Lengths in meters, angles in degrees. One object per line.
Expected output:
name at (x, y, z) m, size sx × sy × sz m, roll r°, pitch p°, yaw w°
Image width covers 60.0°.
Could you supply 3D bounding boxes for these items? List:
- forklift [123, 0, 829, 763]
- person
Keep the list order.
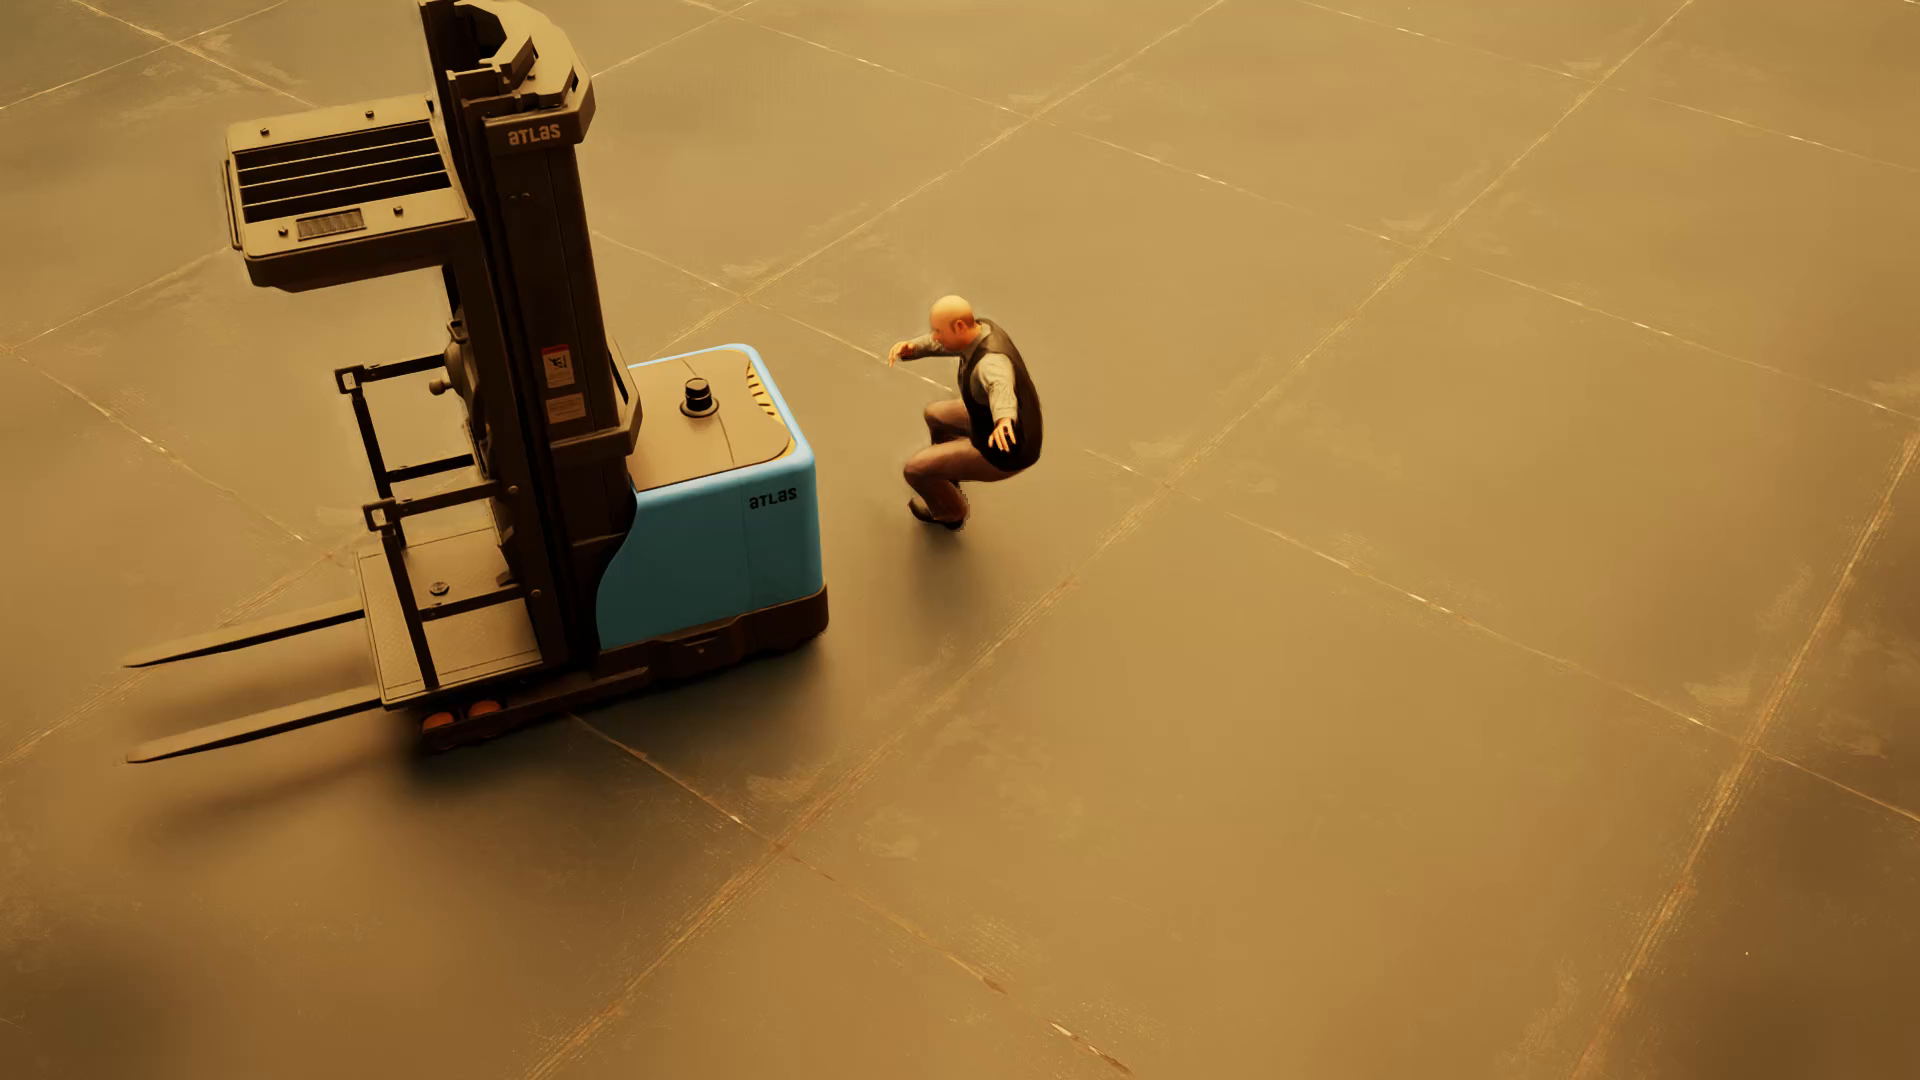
forklift at (-2.181, -0.590, 6.766) m, size 3.031 × 2.935 × 1.130 m, roll -15°, pitch 43°, yaw -17°
person at (0.033, -0.462, 7.813) m, size 0.712 × 1.408 × 1.467 m, roll -1°, pitch 40°, yaw -1°
